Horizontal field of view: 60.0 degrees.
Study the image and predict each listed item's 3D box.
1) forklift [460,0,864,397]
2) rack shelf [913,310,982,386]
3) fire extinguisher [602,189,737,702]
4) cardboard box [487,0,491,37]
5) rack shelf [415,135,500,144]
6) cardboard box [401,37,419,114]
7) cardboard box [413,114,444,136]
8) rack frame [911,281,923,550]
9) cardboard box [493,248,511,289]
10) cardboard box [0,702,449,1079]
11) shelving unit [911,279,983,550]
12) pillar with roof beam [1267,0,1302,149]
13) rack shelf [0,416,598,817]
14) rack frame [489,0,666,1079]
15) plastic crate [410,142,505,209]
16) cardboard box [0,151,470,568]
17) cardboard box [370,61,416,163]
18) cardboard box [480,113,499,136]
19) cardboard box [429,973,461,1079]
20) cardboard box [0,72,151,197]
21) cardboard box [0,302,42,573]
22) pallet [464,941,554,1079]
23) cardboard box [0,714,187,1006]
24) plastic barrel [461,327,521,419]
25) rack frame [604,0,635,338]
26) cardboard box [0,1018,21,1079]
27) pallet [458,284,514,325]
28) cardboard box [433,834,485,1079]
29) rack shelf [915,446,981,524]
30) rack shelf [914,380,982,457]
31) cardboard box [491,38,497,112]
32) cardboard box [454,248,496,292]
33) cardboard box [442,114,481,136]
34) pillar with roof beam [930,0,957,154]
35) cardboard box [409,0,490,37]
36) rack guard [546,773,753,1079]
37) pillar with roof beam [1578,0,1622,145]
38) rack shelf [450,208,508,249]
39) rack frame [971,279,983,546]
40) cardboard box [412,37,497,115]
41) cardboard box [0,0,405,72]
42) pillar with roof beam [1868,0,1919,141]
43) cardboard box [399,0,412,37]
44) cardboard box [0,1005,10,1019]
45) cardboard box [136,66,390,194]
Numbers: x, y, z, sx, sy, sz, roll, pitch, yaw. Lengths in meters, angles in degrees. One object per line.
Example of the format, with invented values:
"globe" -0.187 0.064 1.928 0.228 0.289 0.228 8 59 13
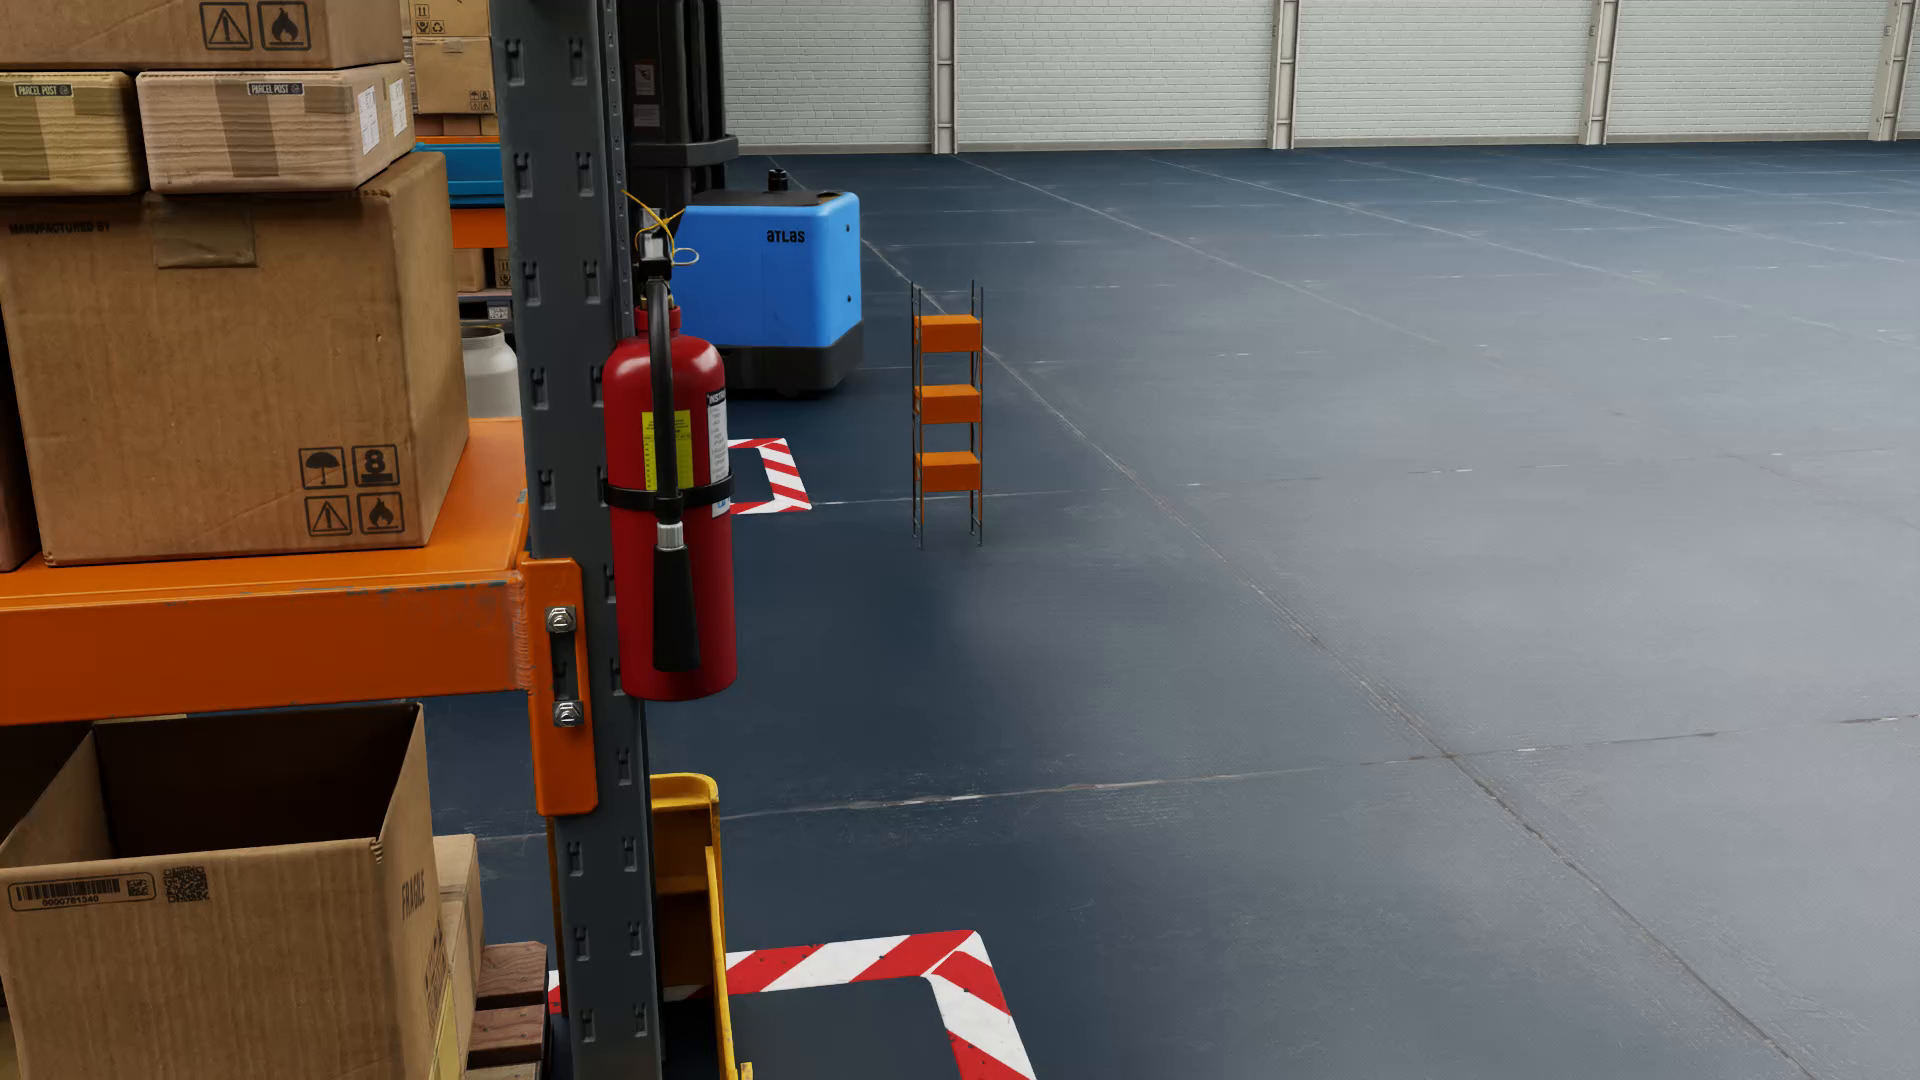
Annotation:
"forklift" -2.146 -2.380 9.569 3.031 2.935 1.130 2 17 8
"rack shelf" -0.053 -0.760 6.568 0.240 0.259 0.215 -3 17 -10
"fire extinguisher" -0.398 -0.124 2.239 0.183 0.674 0.296 -3 17 -10
"cardboard box" -2.971 -3.710 11.403 0.500 0.500 0.500 -3 17 -10
"rack shelf" -4.441 -2.689 11.683 4.000 0.370 1.077 -3 17 -10
"cardboard box" -3.990 -3.234 11.554 0.500 0.500 0.875 -3 17 -10
"cardboard box" -3.701 -2.895 11.556 0.250 0.149 0.380 -3 17 -10
"rack frame" -0.172 -0.492 6.626 0.008 1.050 0.200 -3 17 -10
"cardboard box" -3.094 -2.120 12.148 0.500 0.500 0.500 0 17 0
"cardboard box" -1.072 0.582 2.497 0.500 0.500 0.500 -3 17 -10
"shelving unit" -0.053 -0.499 6.648 0.252 1.050 0.215 -3 17 -10
"pillar with roof beam" 6.441 -9.948 23.874 0.400 9.000 9.100 -3 17 -10
"rack shelf" -2.566 0.167 2.385 4.000 0.370 1.077 -3 17 -10
"rack frame" -0.602 -0.288 2.642 0.127 3.000 1.000 -3 17 -10
"plastic crate" -1.973 -1.531 6.942 0.616 0.251 0.499 -3 17 -10
"cardboard box" -1.063 -0.314 2.554 0.500 0.500 0.700 -3 17 -10
"cardboard box" -1.028 -0.686 2.663 0.250 0.149 0.380 -3 17 -11
"cardboard box" -3.199 -2.906 11.593 0.250 0.149 0.380 -3 17 -10
"cardboard box" -1.072 0.940 2.609 0.500 0.250 0.500 -3 17 -10
"cardboard box" -1.198 -0.555 2.235 0.250 0.149 0.380 -3 17 -9
"cardboard box" -1.577 -0.283 2.455 0.500 0.500 0.700 -3 17 -9
"pallet" -1.345 1.099 2.873 1.213 0.211 1.003 -3 17 -10
"cardboard box" -1.661 0.461 2.893 0.500 0.500 0.500 -3 17 -10
"plastic barrel" -2.170 -0.669 7.404 0.421 0.512 0.421 0 17 0
"rack frame" -1.538 -1.716 7.291 0.127 3.000 1.000 -3 17 -10
"cardboard box" -1.561 0.972 2.507 0.500 0.250 0.500 -3 17 -10
"pallet" -3.356 -1.772 12.222 1.213 0.211 1.003 -3 17 -10
"cardboard box" -1.171 0.791 3.095 0.500 0.250 0.500 -3 17 -10
"rack shelf" -0.053 -0.223 6.733 0.240 0.259 0.215 -3 17 -10
"rack shelf" -0.053 -0.489 6.651 0.240 0.259 0.215 -3 17 -10
"cardboard box" -3.023 -3.312 11.808 0.500 0.500 0.875 -3 17 -10
"cardboard box" -3.674 -2.077 12.007 0.500 0.500 0.500 1 17 4
"cardboard box" -3.448 -2.897 11.562 0.250 0.149 0.380 -3 17 -10
"pillar with roof beam" 0.550 -9.614 22.786 0.400 9.000 9.100 -3 17 -10
"cardboard box" -3.460 -3.681 11.307 0.500 0.500 0.500 -3 17 -10
"rack guard" -0.578 0.905 3.013 0.348 0.500 1.175 -3 17 -10
"pillar with roof beam" 12.332 -10.282 24.962 0.400 9.000 9.100 -3 17 -10
"rack shelf" -3.502 -1.261 7.034 4.000 0.370 1.077 -3 17 -10
"rack frame" 0.067 -0.506 6.670 0.008 1.050 0.200 -3 17 -10
"cardboard box" -3.491 -3.249 11.605 0.500 0.500 0.875 -3 17 -10
"cardboard box" -1.115 -0.931 2.354 0.500 0.500 0.700 -3 17 -10
"pillar with roof beam" 18.224 -10.616 26.050 0.400 9.000 9.100 -3 17 -10
"cardboard box" -3.952 -3.654 11.219 0.500 0.500 0.500 -3 17 -10
"cardboard box" -1.661 0.820 3.001 0.500 0.250 0.500 -3 17 -10
"cardboard box" -0.941 -0.570 2.284 0.250 0.149 0.380 -4 17 -11
